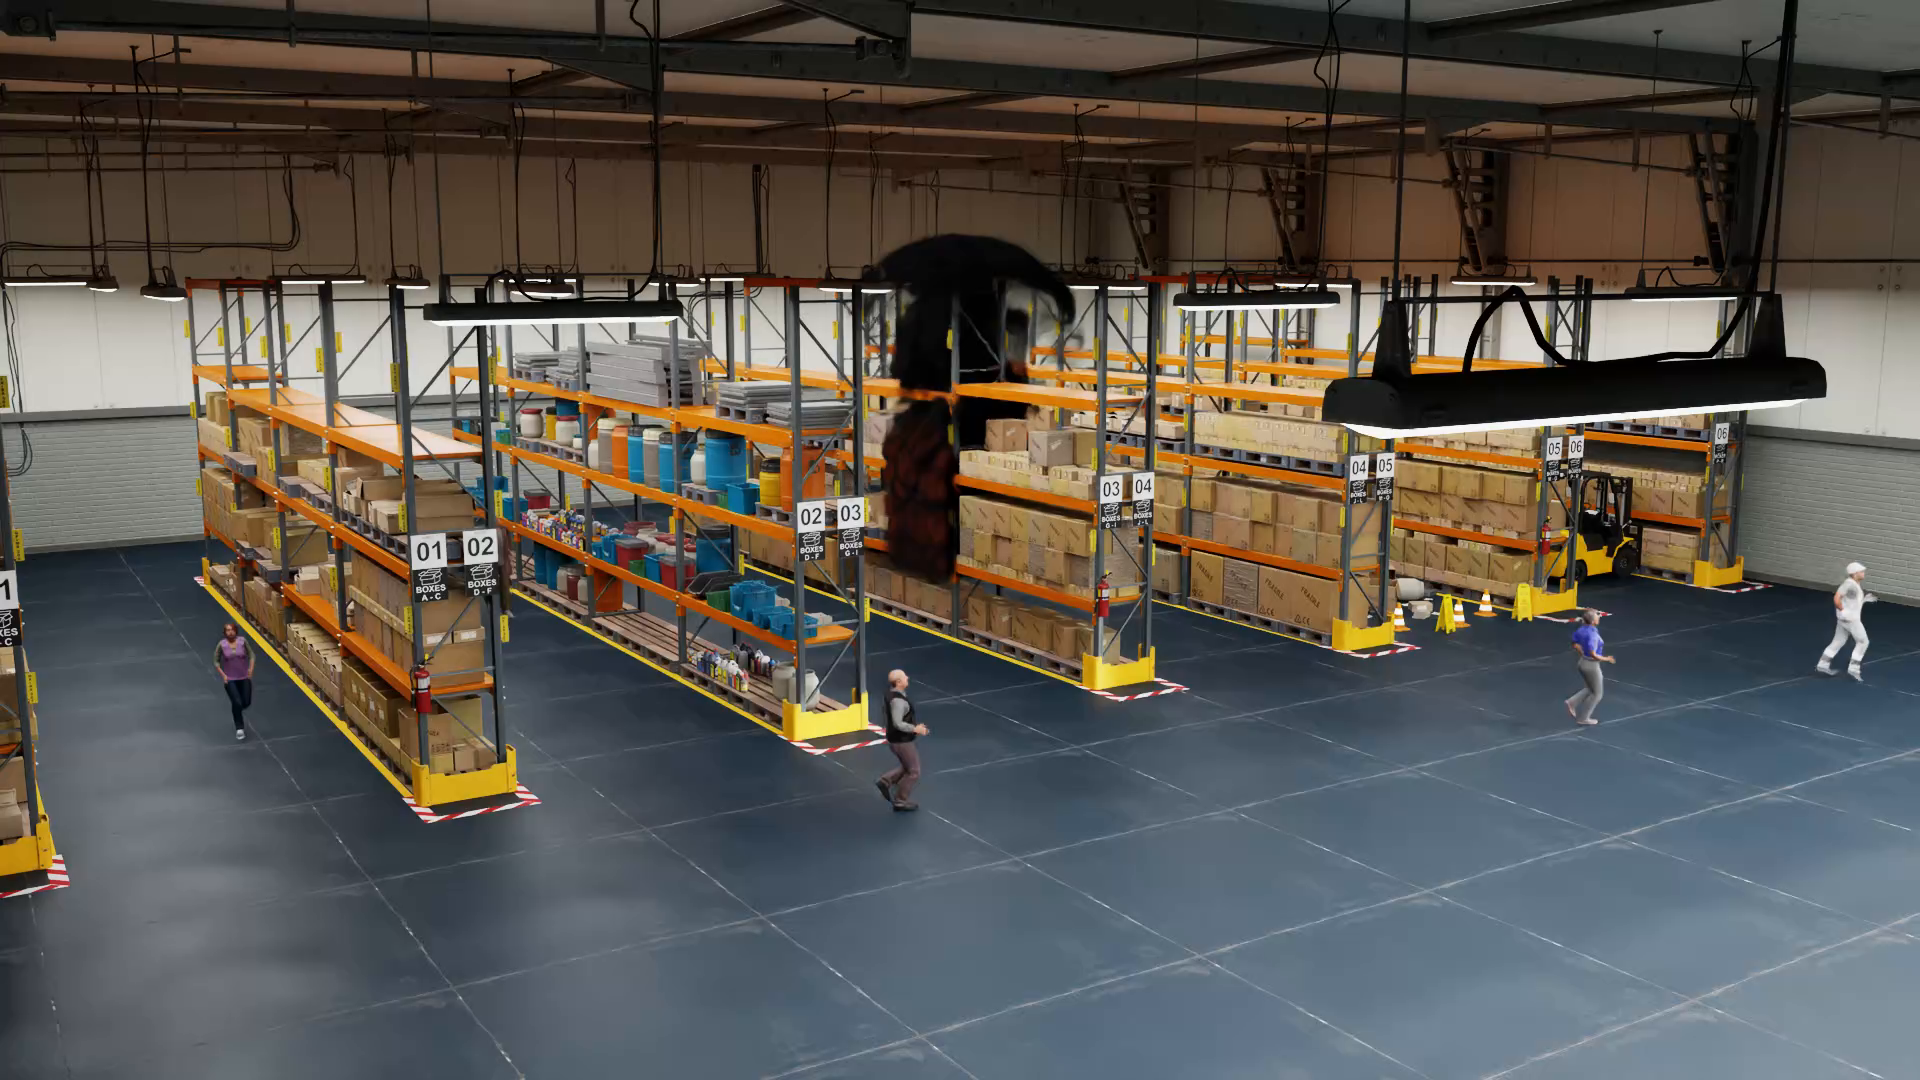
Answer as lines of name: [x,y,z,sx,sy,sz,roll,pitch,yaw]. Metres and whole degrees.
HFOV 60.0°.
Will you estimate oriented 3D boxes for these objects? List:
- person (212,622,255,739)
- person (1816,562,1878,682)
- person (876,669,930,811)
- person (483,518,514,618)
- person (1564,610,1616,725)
person: [-9.730,1.860,22.325,0.537,1.568,0.500,-6,11,-31]
person: [13.525,1.247,25.317,0.775,1.850,0.615,3,10,17]
person: [-0.655,2.310,19.239,0.570,1.673,0.655,-2,10,-10]
person: [-7.899,0.418,28.390,0.712,1.801,0.954,-7,12,-37]
person: [8.645,1.743,22.802,0.575,1.606,0.571,0,10,-2]
